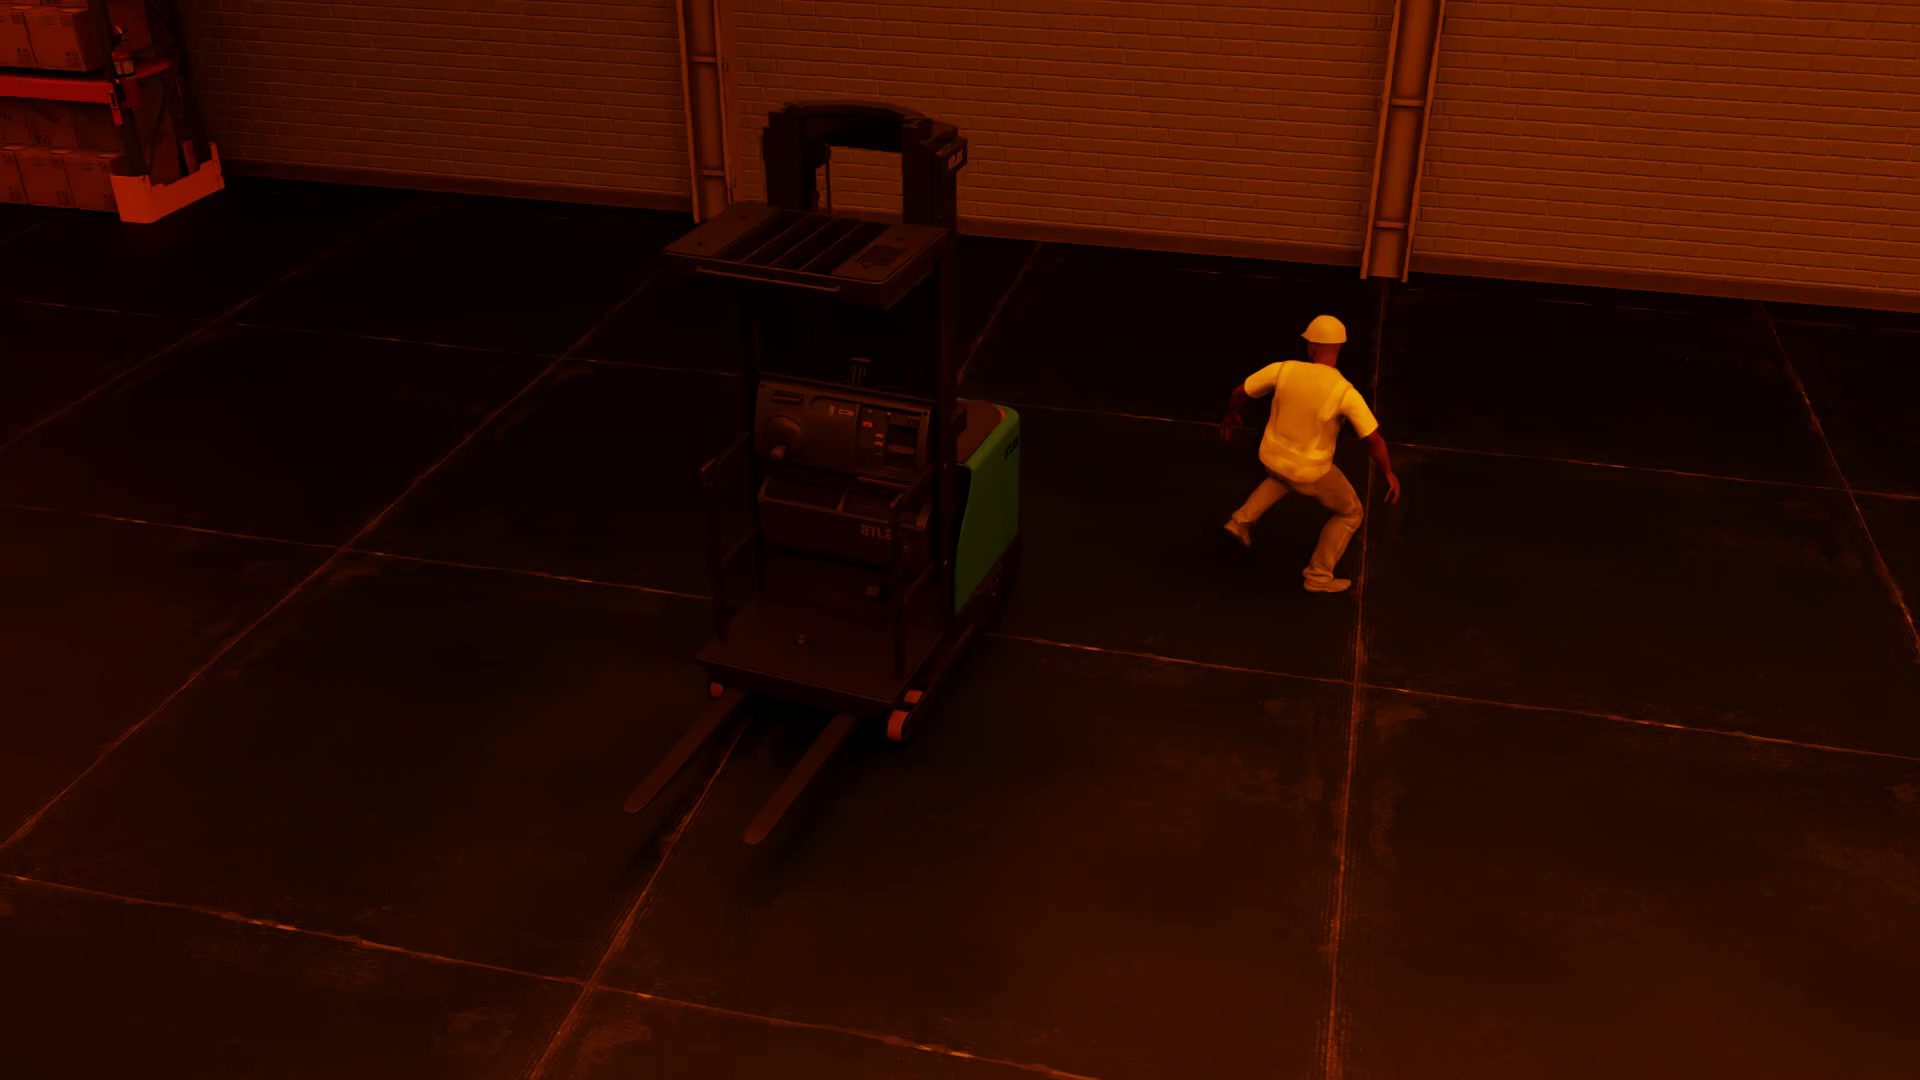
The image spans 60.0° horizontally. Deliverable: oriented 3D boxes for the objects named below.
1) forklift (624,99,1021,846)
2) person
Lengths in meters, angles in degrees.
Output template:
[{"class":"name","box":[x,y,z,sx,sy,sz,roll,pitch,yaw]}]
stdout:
[{"class":"forklift","box":[-0.661,-0.491,8.037,1.130,2.935,3.031,11,31,19]},{"class":"person","box":[1.968,-0.487,9.379,0.524,1.646,1.039,-23,37,-35]}]
